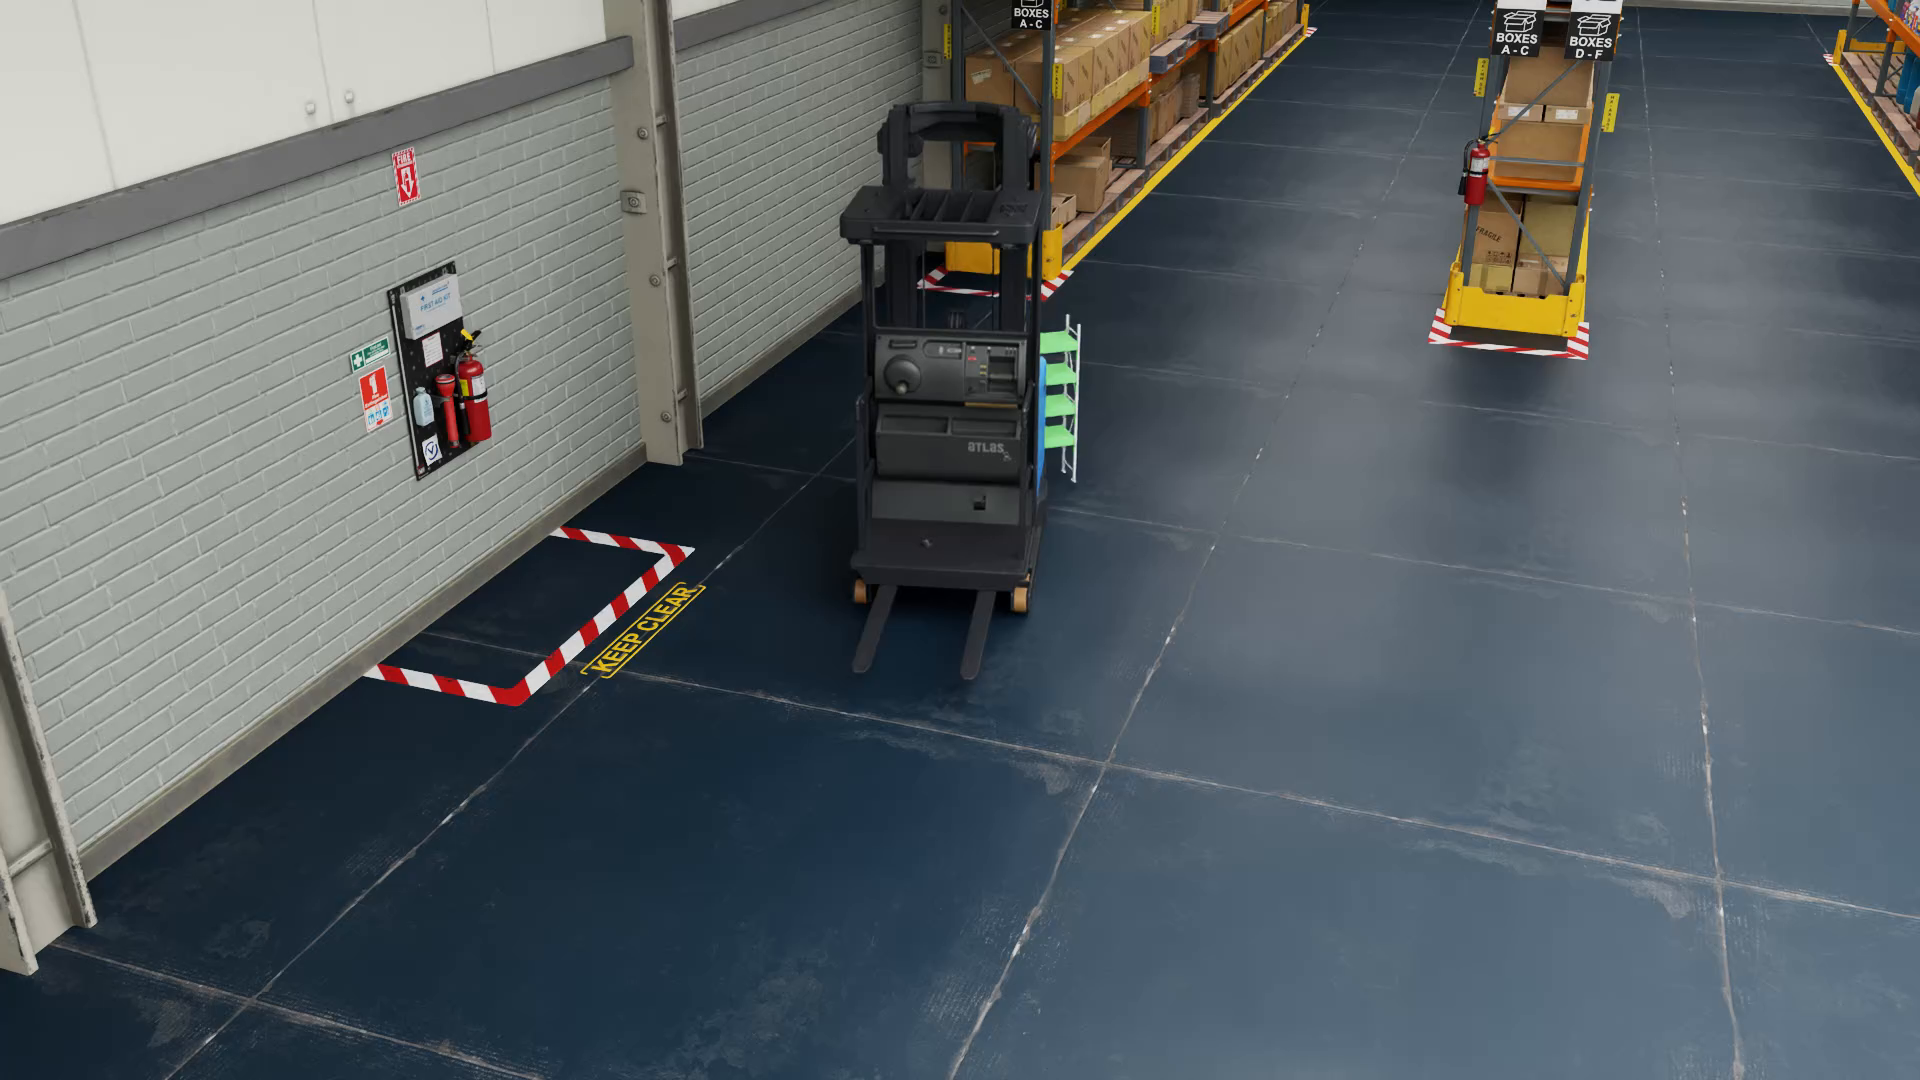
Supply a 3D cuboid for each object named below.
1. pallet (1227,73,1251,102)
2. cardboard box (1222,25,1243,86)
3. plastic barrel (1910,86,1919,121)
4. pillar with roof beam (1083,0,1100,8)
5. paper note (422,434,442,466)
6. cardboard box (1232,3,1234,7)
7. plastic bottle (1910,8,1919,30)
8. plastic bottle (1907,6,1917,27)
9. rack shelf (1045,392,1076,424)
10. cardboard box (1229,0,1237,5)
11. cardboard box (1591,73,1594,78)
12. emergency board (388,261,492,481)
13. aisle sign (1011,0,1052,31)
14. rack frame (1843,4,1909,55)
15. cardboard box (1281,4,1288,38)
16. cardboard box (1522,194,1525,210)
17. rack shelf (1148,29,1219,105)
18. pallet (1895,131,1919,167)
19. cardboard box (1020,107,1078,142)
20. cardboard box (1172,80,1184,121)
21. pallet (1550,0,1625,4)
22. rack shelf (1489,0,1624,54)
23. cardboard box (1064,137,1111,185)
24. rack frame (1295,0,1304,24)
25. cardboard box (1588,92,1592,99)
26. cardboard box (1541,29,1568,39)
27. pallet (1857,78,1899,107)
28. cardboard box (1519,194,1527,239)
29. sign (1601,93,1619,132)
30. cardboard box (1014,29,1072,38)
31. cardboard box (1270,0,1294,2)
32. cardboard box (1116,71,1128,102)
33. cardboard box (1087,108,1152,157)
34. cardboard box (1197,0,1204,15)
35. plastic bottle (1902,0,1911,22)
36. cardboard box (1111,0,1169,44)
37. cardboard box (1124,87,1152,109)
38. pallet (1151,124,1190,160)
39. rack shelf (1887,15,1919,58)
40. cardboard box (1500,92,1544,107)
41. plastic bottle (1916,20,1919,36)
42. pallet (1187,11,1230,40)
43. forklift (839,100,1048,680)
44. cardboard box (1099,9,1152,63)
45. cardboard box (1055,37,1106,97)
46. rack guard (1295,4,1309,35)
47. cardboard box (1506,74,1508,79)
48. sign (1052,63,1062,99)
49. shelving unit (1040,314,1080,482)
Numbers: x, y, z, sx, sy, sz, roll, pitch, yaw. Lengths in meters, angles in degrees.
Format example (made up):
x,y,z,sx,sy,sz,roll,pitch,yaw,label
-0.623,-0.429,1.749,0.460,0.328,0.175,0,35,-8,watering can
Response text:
x,y,z,sx,sy,sz,roll,pitch,yaw,label
3.814,-6.904,25.268,1.003,0.211,1.213,9,27,17,pallet
3.739,-7.210,24.685,0.750,0.750,0.750,9,27,17,cardboard box
13.041,-5.892,22.350,0.421,0.512,0.421,0,26,0,plastic barrel
5.884,-9.014,19.541,9.100,9.000,0.400,9,27,17,pillar with roof beam
-3.151,-0.537,9.929,0.016,0.148,0.142,9,27,17,paper note
3.803,-7.877,24.343,0.380,0.149,0.250,9,27,18,cardboard box
12.926,-7.048,22.498,0.061,0.283,0.133,9,27,17,plastic bottle
13.047,-7.167,22.758,0.097,0.271,0.097,0,26,0,plastic bottle
0.565,-0.922,11.925,0.480,0.148,0.258,-8,27,-15,rack shelf
3.659,-7.911,23.668,0.500,0.500,0.500,10,27,19,cardboard box
5.929,-4.441,16.121,0.380,0.149,0.250,9,27,18,cardboard box
-3.027,-0.997,9.866,0.194,1.169,0.643,9,27,17,emergency board
0.669,-5.156,15.474,0.394,0.787,0.004,9,27,17,aisle sign
15.077,-9.198,26.804,1.000,3.000,0.127,9,27,17,rack frame
5.263,-8.984,28.749,0.700,0.500,0.500,8,27,16,cardboard box
5.632,-3.719,17.302,0.500,0.500,0.500,9,27,17,cardboard box
2.407,-6.201,21.441,1.077,0.370,4.000,9,27,17,rack shelf
12.638,-4.985,21.304,1.003,0.211,1.213,9,27,17,pallet
0.872,-4.155,16.539,0.500,0.250,0.500,8,27,16,cardboard box
2.601,-5.921,22.401,0.700,0.500,0.500,9,27,17,cardboard box
5.343,-4.939,14.669,1.003,0.211,1.213,9,27,17,pallet
5.749,-5.191,15.912,1.077,0.370,4.000,9,27,17,rack shelf
1.434,-4.344,19.143,0.500,0.500,0.500,7,27,14,cardboard box
5.735,-10.634,29.772,1.000,3.000,0.127,9,27,17,rack frame
5.586,-4.021,15.253,0.380,0.149,0.250,9,27,18,cardboard box
5.438,-4.400,15.292,0.700,0.500,0.500,8,27,16,cardboard box
13.954,-6.607,24.653,1.003,0.211,1.213,9,27,17,pallet
5.790,-3.233,16.297,0.500,0.500,0.500,9,27,17,cardboard box
5.605,-3.685,14.334,0.100,0.325,0.005,9,27,17,sign
0.879,-5.188,17.812,0.500,0.500,0.500,9,27,18,cardboard box
5.641,-9.504,29.079,0.380,0.149,0.250,9,27,19,cardboard box
1.543,-4.993,18.270,0.500,0.250,0.500,9,27,17,cardboard box
1.971,-5.081,20.665,0.700,0.500,0.500,10,27,19,cardboard box
2.926,-7.395,22.462,0.700,0.500,0.500,6,26,11,cardboard box
13.177,-7.358,23.138,0.061,0.283,0.133,9,27,17,plastic bottle
2.136,-6.379,20.363,0.700,0.500,0.500,12,28,23,cardboard box
2.114,-5.600,20.877,0.500,0.250,0.500,8,27,16,cardboard box
2.404,-5.271,21.895,1.003,0.211,1.213,9,27,17,pallet
13.081,-6.408,21.869,1.077,0.370,4.000,9,27,17,rack shelf
5.116,-3.972,15.152,0.380,0.149,0.250,9,27,19,cardboard box
12.783,-6.841,22.086,0.097,0.271,0.097,0,26,0,plastic bottle
2.936,-6.952,22.387,1.213,0.211,1.003,9,27,17,pallet
-0.081,-1.024,10.002,1.130,2.935,3.031,3,26,6,forklift
1.876,-5.743,18.958,0.500,0.500,0.500,9,27,17,cardboard box
1.205,-4.904,17.225,0.500,0.500,0.500,8,27,16,cardboard box
5.743,-9.519,30.337,1.175,0.500,0.348,9,27,17,rack guard
5.460,-4.396,16.029,0.380,0.149,0.250,10,27,19,cardboard box
0.922,-4.370,15.841,0.100,0.325,0.005,9,27,17,sign
0.565,-0.980,11.897,0.503,1.200,0.258,-8,27,-15,shelving unit
